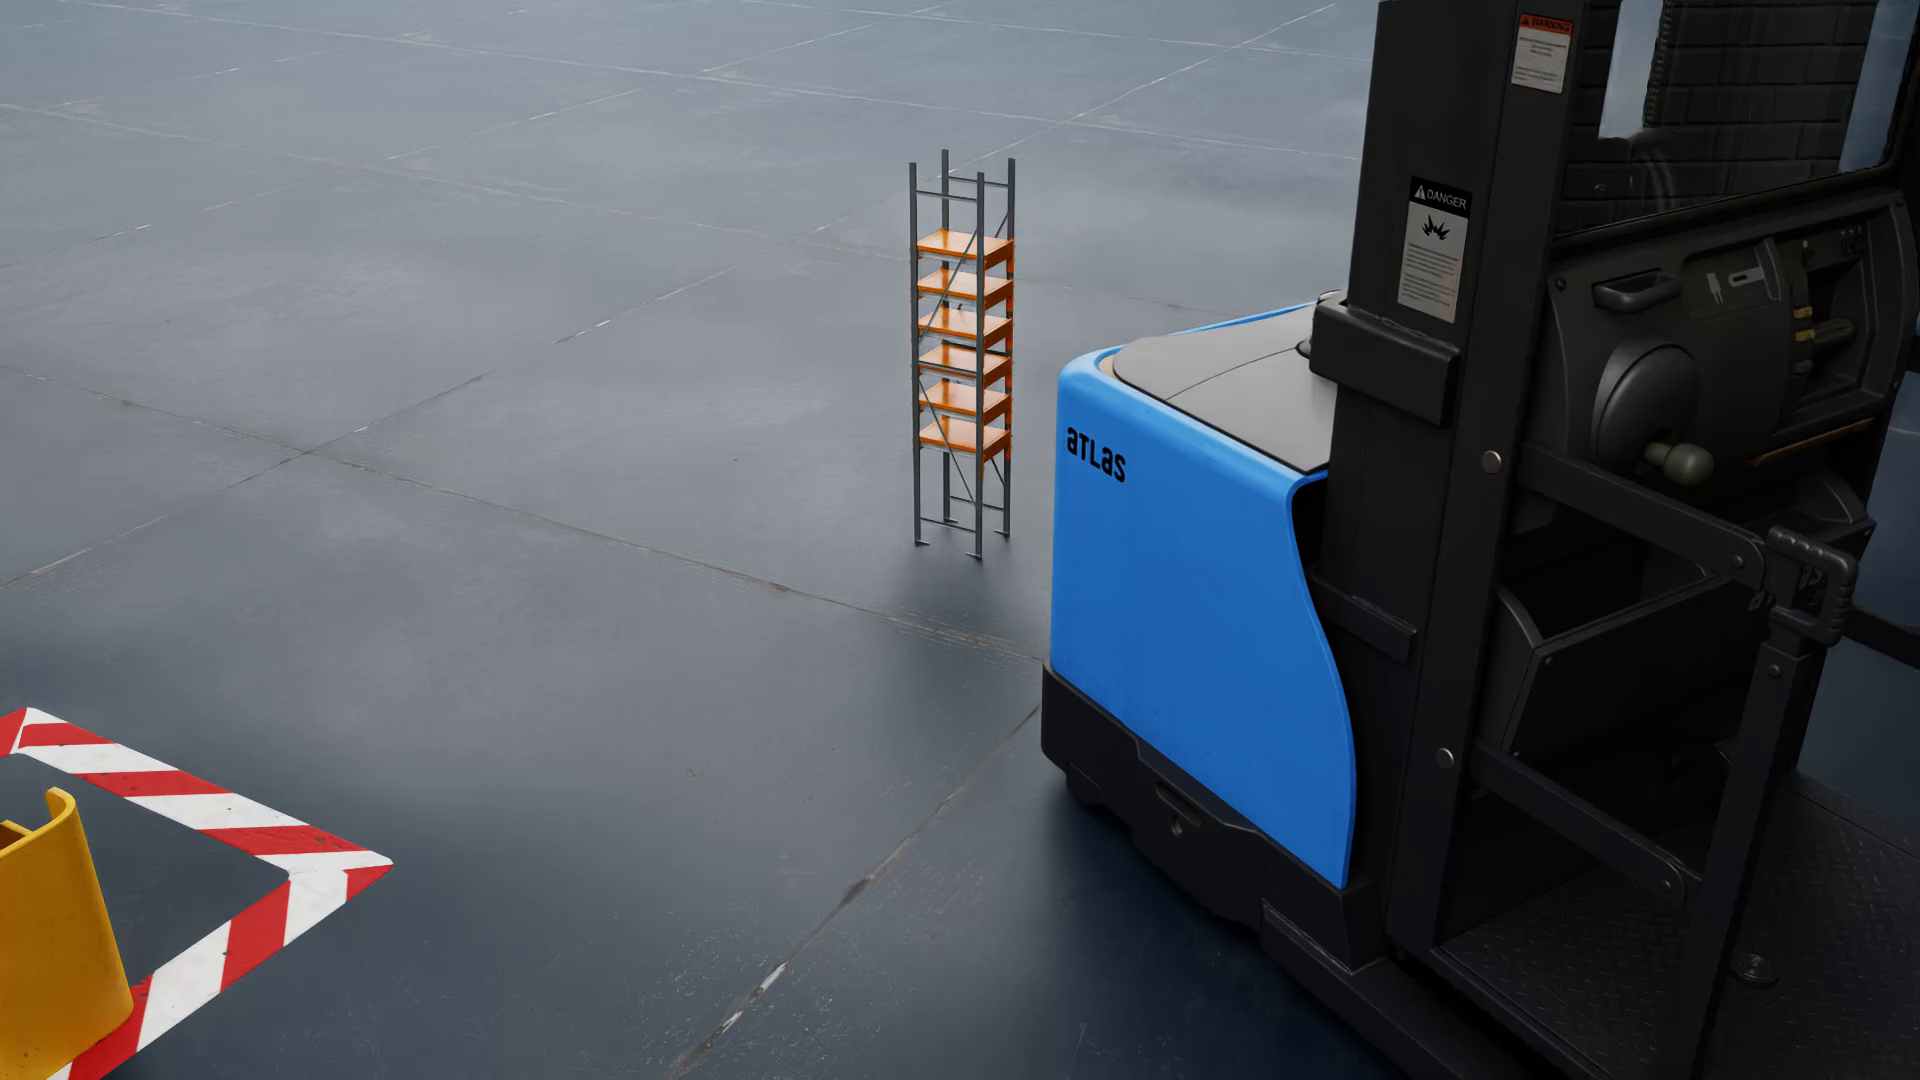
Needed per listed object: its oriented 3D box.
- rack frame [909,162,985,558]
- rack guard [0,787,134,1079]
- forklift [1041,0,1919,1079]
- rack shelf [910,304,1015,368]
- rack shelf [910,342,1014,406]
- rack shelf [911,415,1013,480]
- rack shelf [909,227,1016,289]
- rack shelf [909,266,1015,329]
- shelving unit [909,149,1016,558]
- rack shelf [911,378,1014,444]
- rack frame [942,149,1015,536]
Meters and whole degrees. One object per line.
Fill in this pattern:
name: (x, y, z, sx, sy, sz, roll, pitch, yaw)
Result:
rack frame: (-0.038, -0.507, 4.921, 0.240, 1.200, 0.006, 14, 30, 26)
rack guard: (-2.235, 0.660, 3.374, 1.175, 0.500, 0.348, 14, 30, 26)
forklift: (1.407, -0.307, 2.589, 1.130, 2.935, 3.031, -16, 31, -28)
rack shelf: (0.007, -0.610, 4.959, 0.258, 0.103, 0.180, 14, 30, 26)
rack shelf: (0.007, -0.502, 5.013, 0.258, 0.103, 0.180, 14, 30, 26)
rack shelf: (0.007, -0.288, 5.120, 0.258, 0.103, 0.180, 14, 30, 26)
rack shelf: (0.007, -0.824, 4.851, 0.258, 0.103, 0.180, 14, 30, 26)
rack shelf: (0.007, -0.717, 4.905, 0.258, 0.103, 0.180, 14, 30, 26)
shelving unit: (0.007, -0.542, 4.993, 0.258, 1.200, 0.189, 14, 30, 26)
rack shelf: (0.007, -0.395, 5.066, 0.258, 0.103, 0.180, 14, 30, 26)
rack frame: (0.052, -0.578, 5.064, 0.240, 1.200, 0.006, 14, 30, 26)
